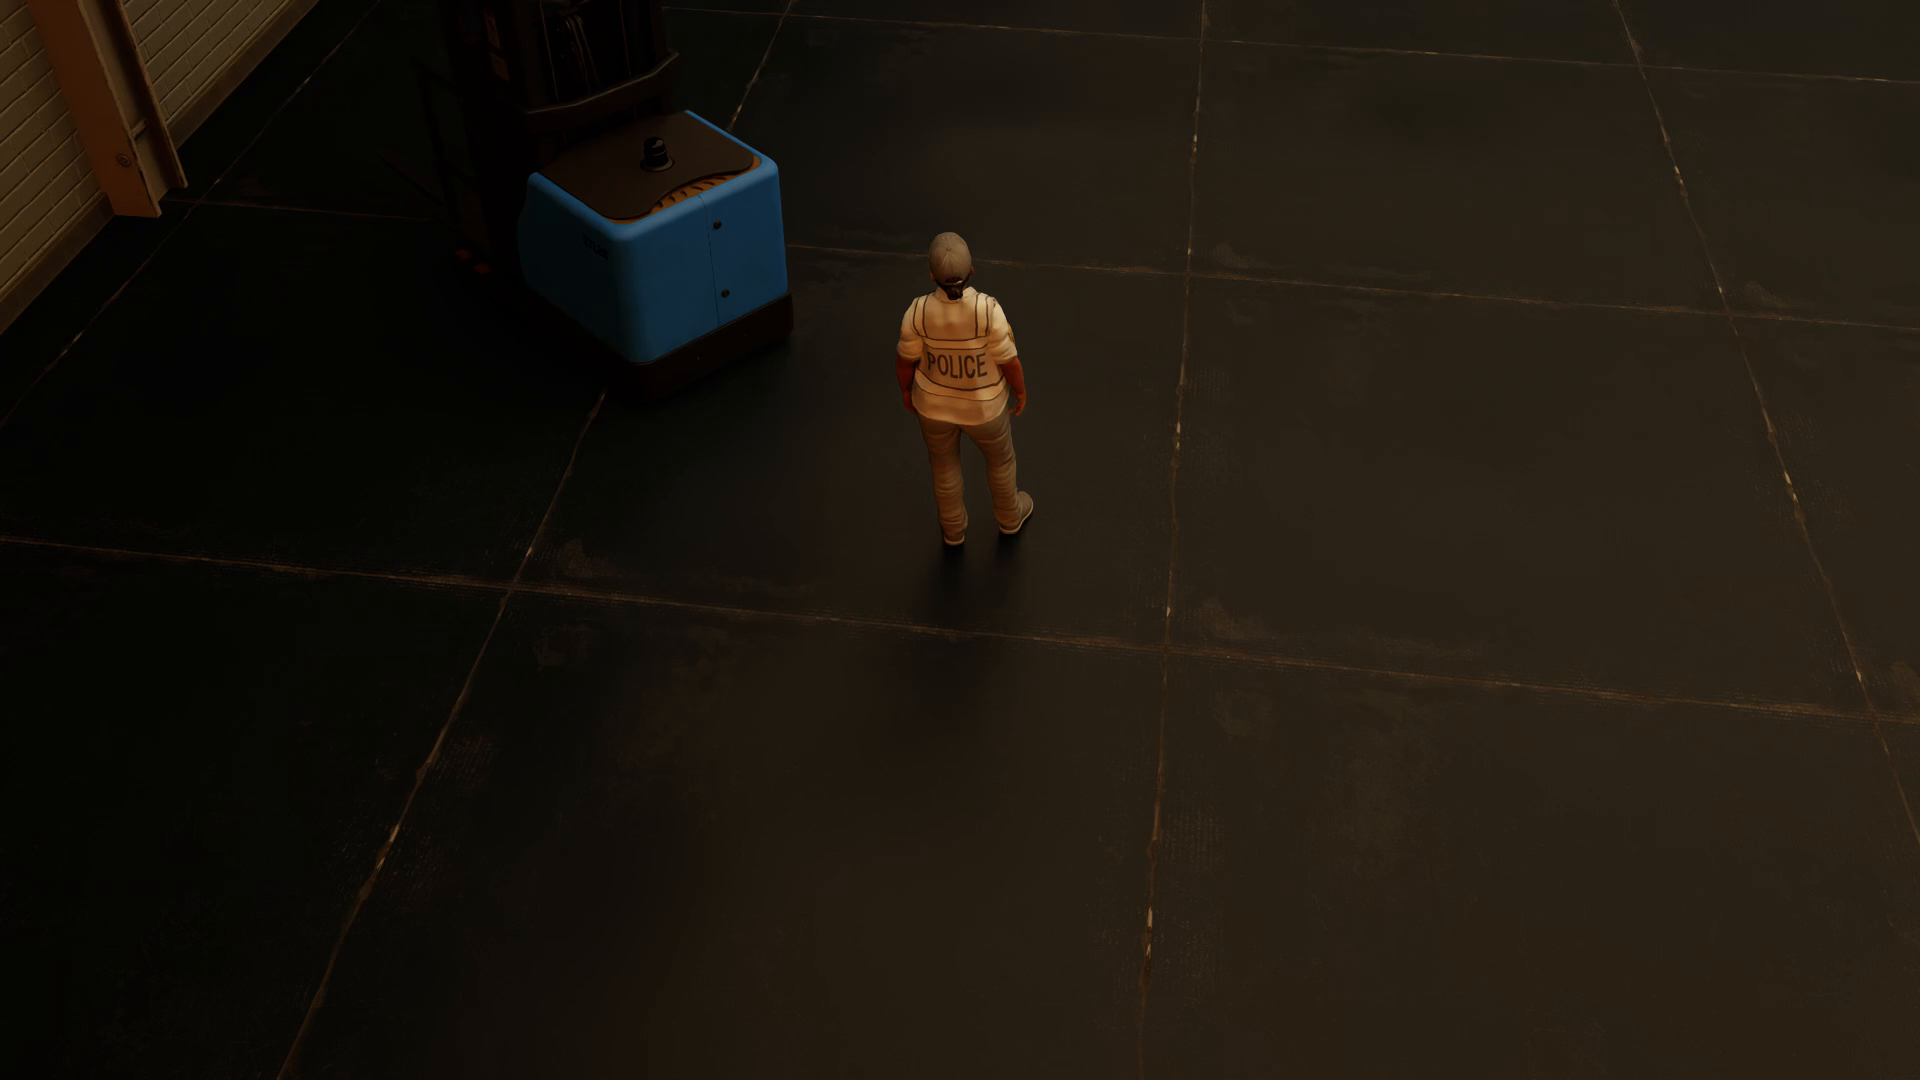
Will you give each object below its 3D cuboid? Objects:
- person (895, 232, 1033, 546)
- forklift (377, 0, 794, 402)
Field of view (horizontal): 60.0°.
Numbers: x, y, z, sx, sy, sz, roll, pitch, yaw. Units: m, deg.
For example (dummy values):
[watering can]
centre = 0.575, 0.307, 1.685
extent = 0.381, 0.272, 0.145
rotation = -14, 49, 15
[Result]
[person]
centre = 0.033, -0.668, 7.376
extent = 0.598, 1.670, 0.529
rotation = 5, 43, 6
[forklift]
centre = -2.277, -2.694, 8.657
extent = 1.130, 2.935, 3.031
rotation = -32, 52, -30
